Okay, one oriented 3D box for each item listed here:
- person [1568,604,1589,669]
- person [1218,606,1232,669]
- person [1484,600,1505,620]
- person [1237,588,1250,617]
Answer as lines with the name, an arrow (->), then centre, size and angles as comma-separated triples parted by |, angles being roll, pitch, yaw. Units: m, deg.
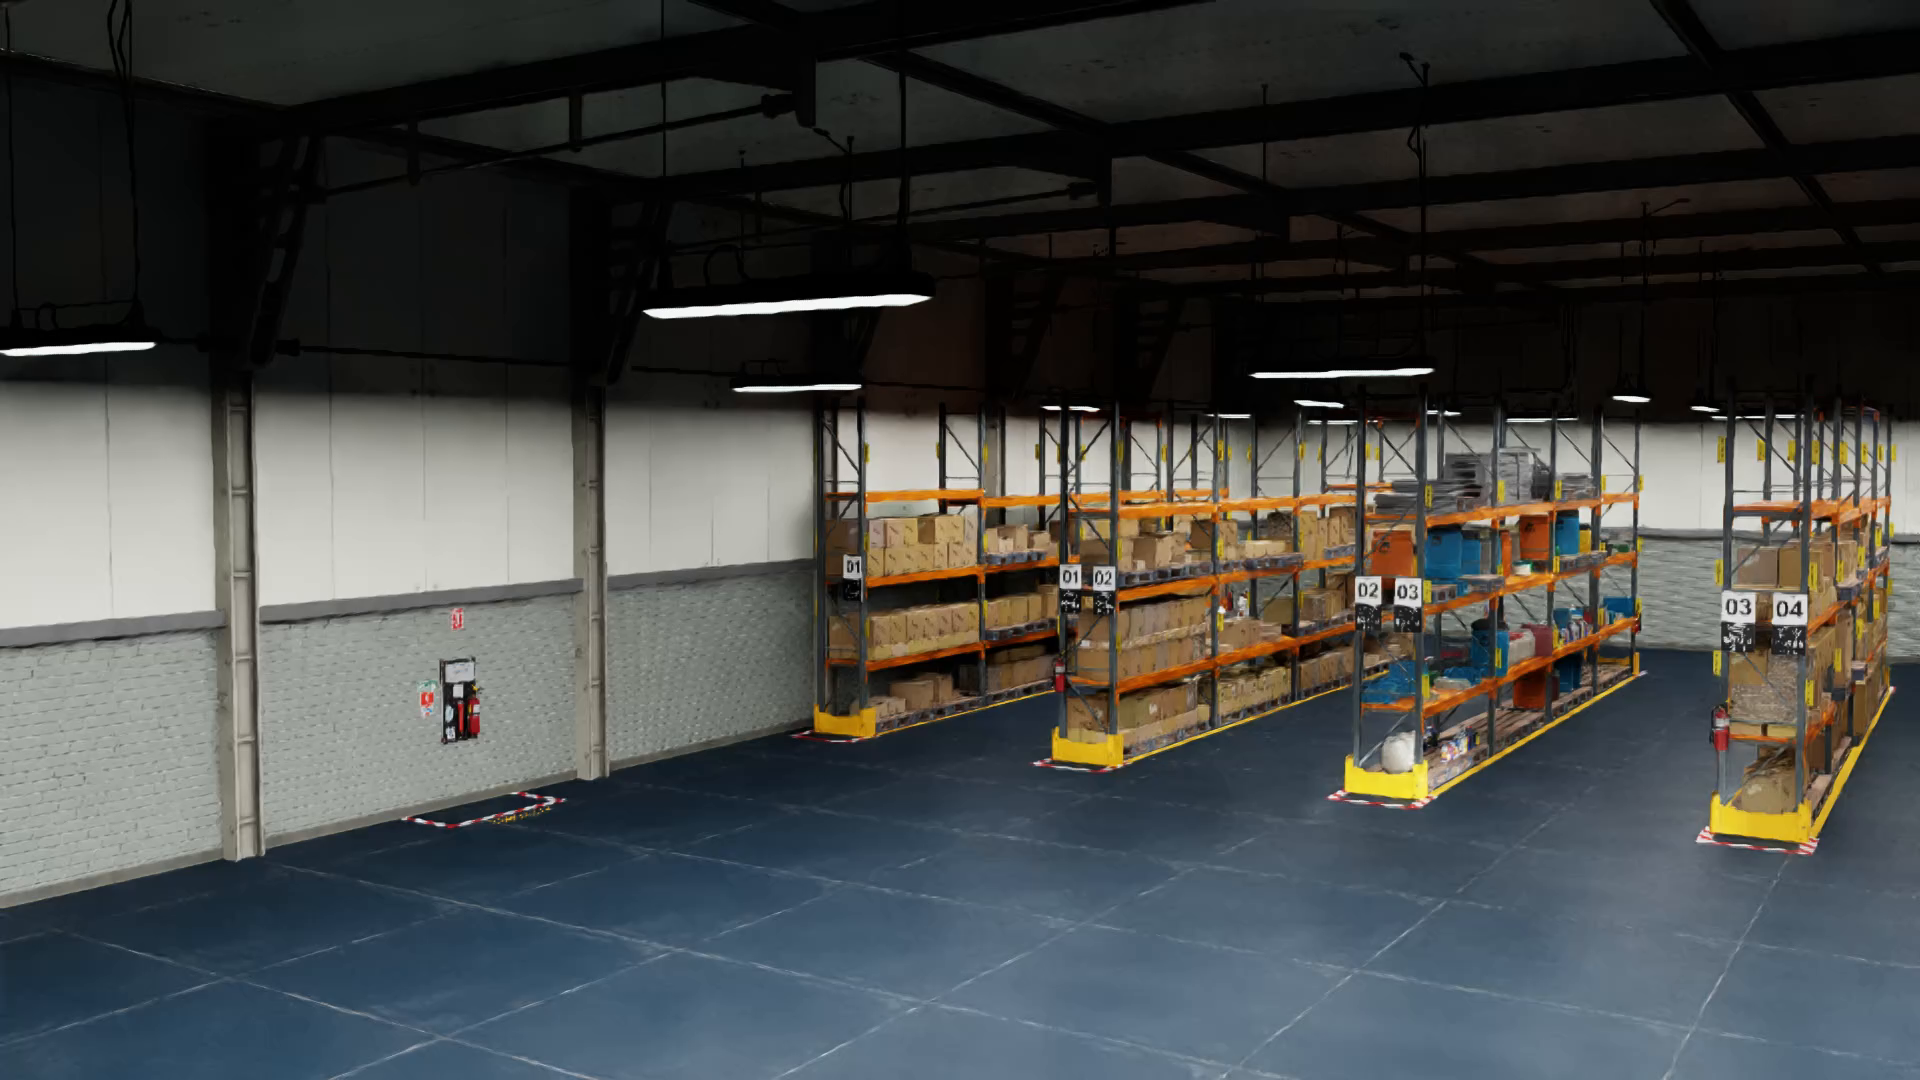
person -> 13.707, 2.237, 37.004 | 0.912, 1.632, 0.505 | -3, 4, -41
person -> 5.628, 2.274, 35.683 | 0.677, 1.726, 0.574 | 2, 3, 30
person -> 13.285, 2.034, 41.411 | 0.479, 1.564, 1.090 | 2, 4, 35
person -> 7.026, 2.004, 41.036 | 0.387, 1.670, 0.630 | 2, 4, 31
